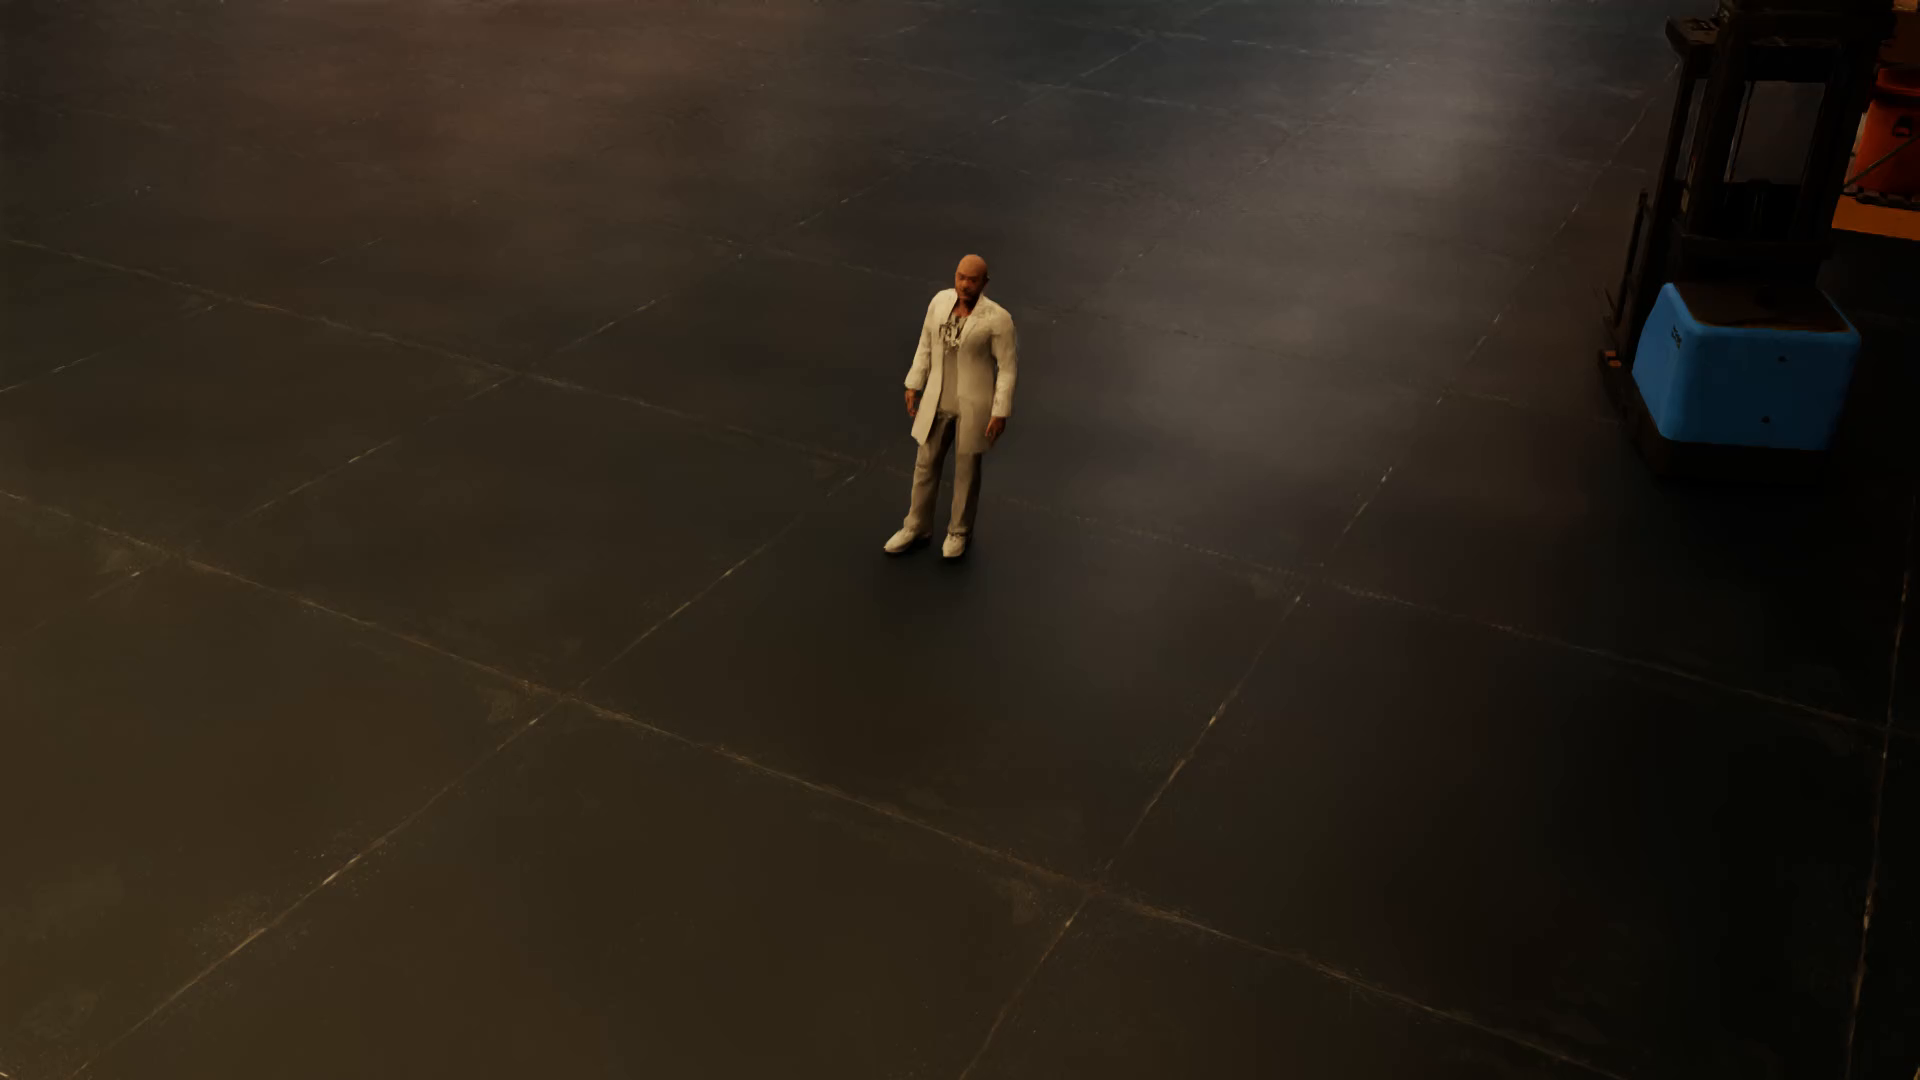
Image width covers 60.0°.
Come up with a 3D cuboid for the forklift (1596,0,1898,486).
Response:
[{"bbox_3d":[5.164,-2.328,11.104,1.130,2.935,3.031,4,30,8],"label":"forklift"}]

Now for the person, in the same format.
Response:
[{"bbox_3d":[-0.048,-0.737,9.488,0.694,1.776,0.579,15,33,25],"label":"person"}]
